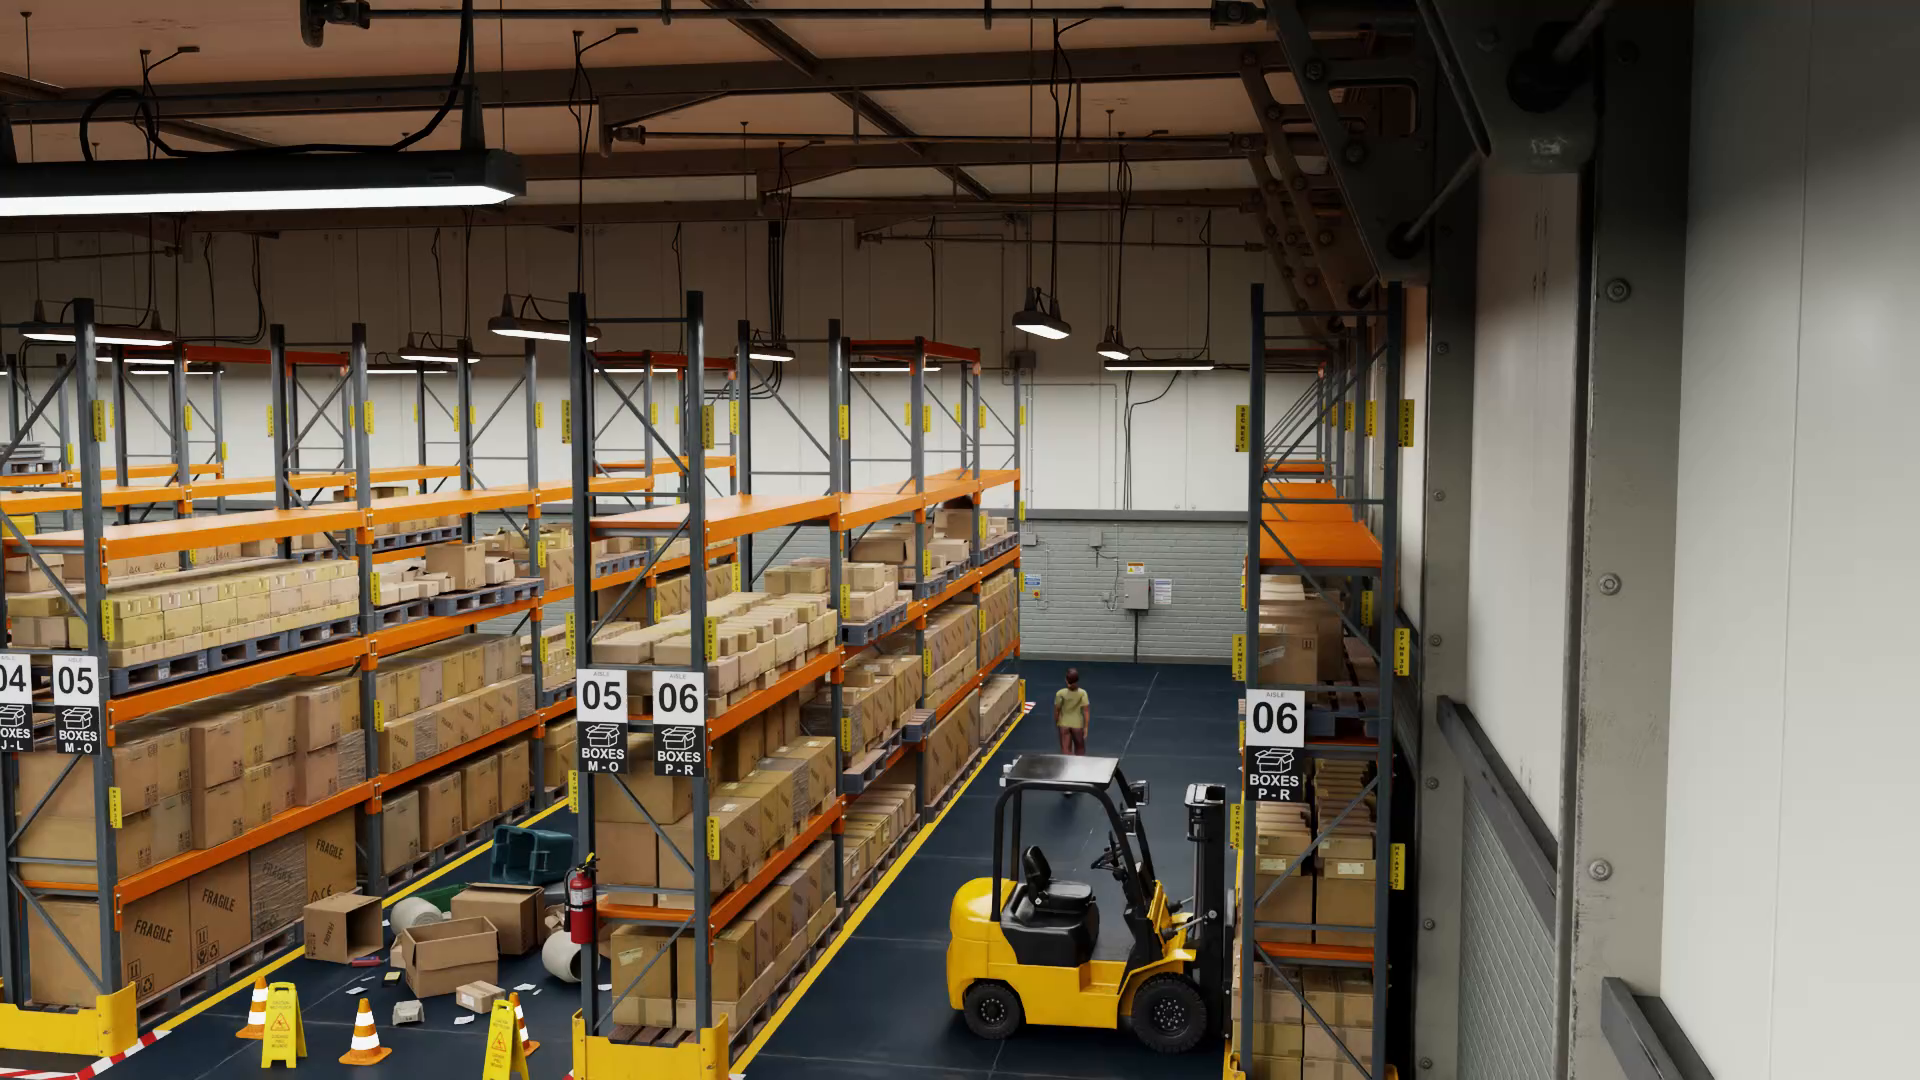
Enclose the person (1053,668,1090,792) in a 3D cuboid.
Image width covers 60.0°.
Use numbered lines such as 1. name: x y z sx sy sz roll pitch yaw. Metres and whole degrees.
1. person: 1.494 2.538 22.274 0.483 1.688 0.676 0 5 4
